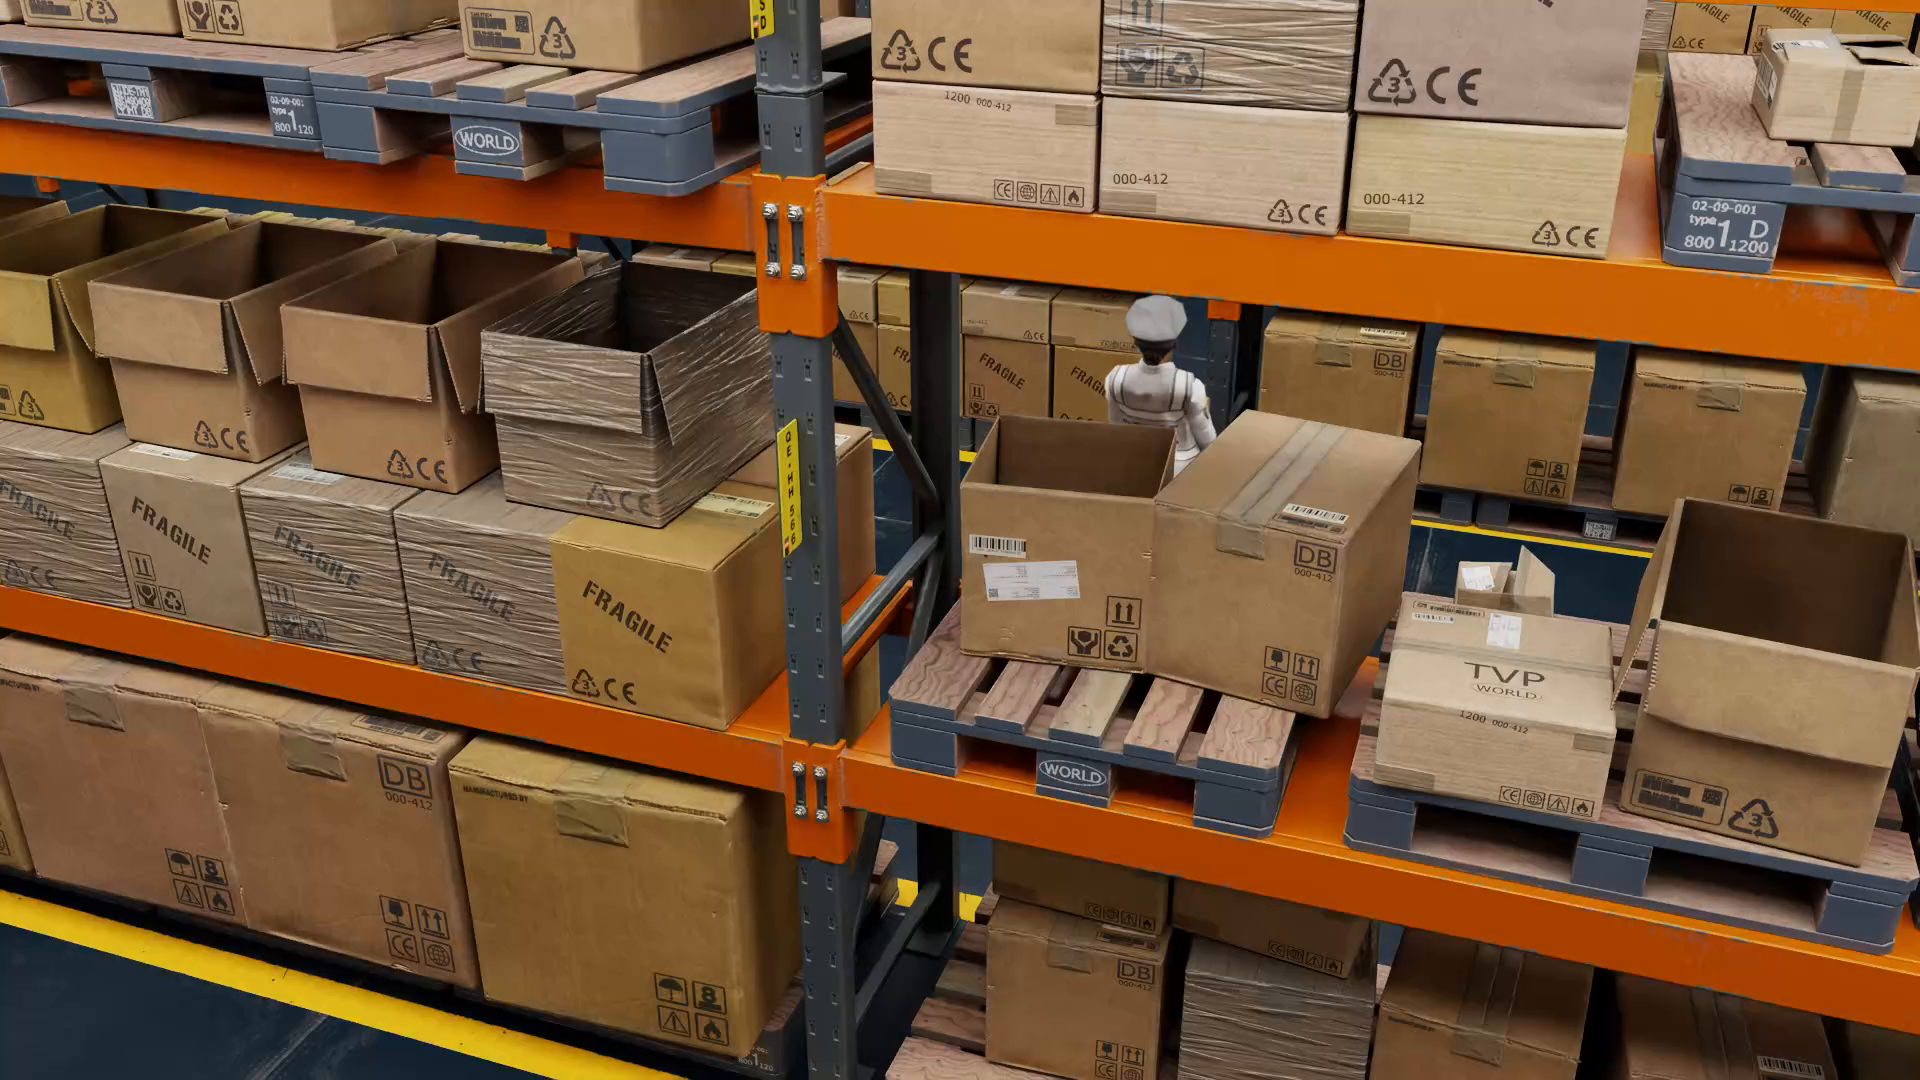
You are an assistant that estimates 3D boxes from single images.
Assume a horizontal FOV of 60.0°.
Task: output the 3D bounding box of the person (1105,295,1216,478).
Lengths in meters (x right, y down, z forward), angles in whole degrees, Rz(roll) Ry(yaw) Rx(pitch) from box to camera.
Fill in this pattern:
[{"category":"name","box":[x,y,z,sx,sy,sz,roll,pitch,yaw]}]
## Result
[{"category":"person","box":[0.853,-0.253,7.110,0.459,1.686,0.555,9,27,18]}]
